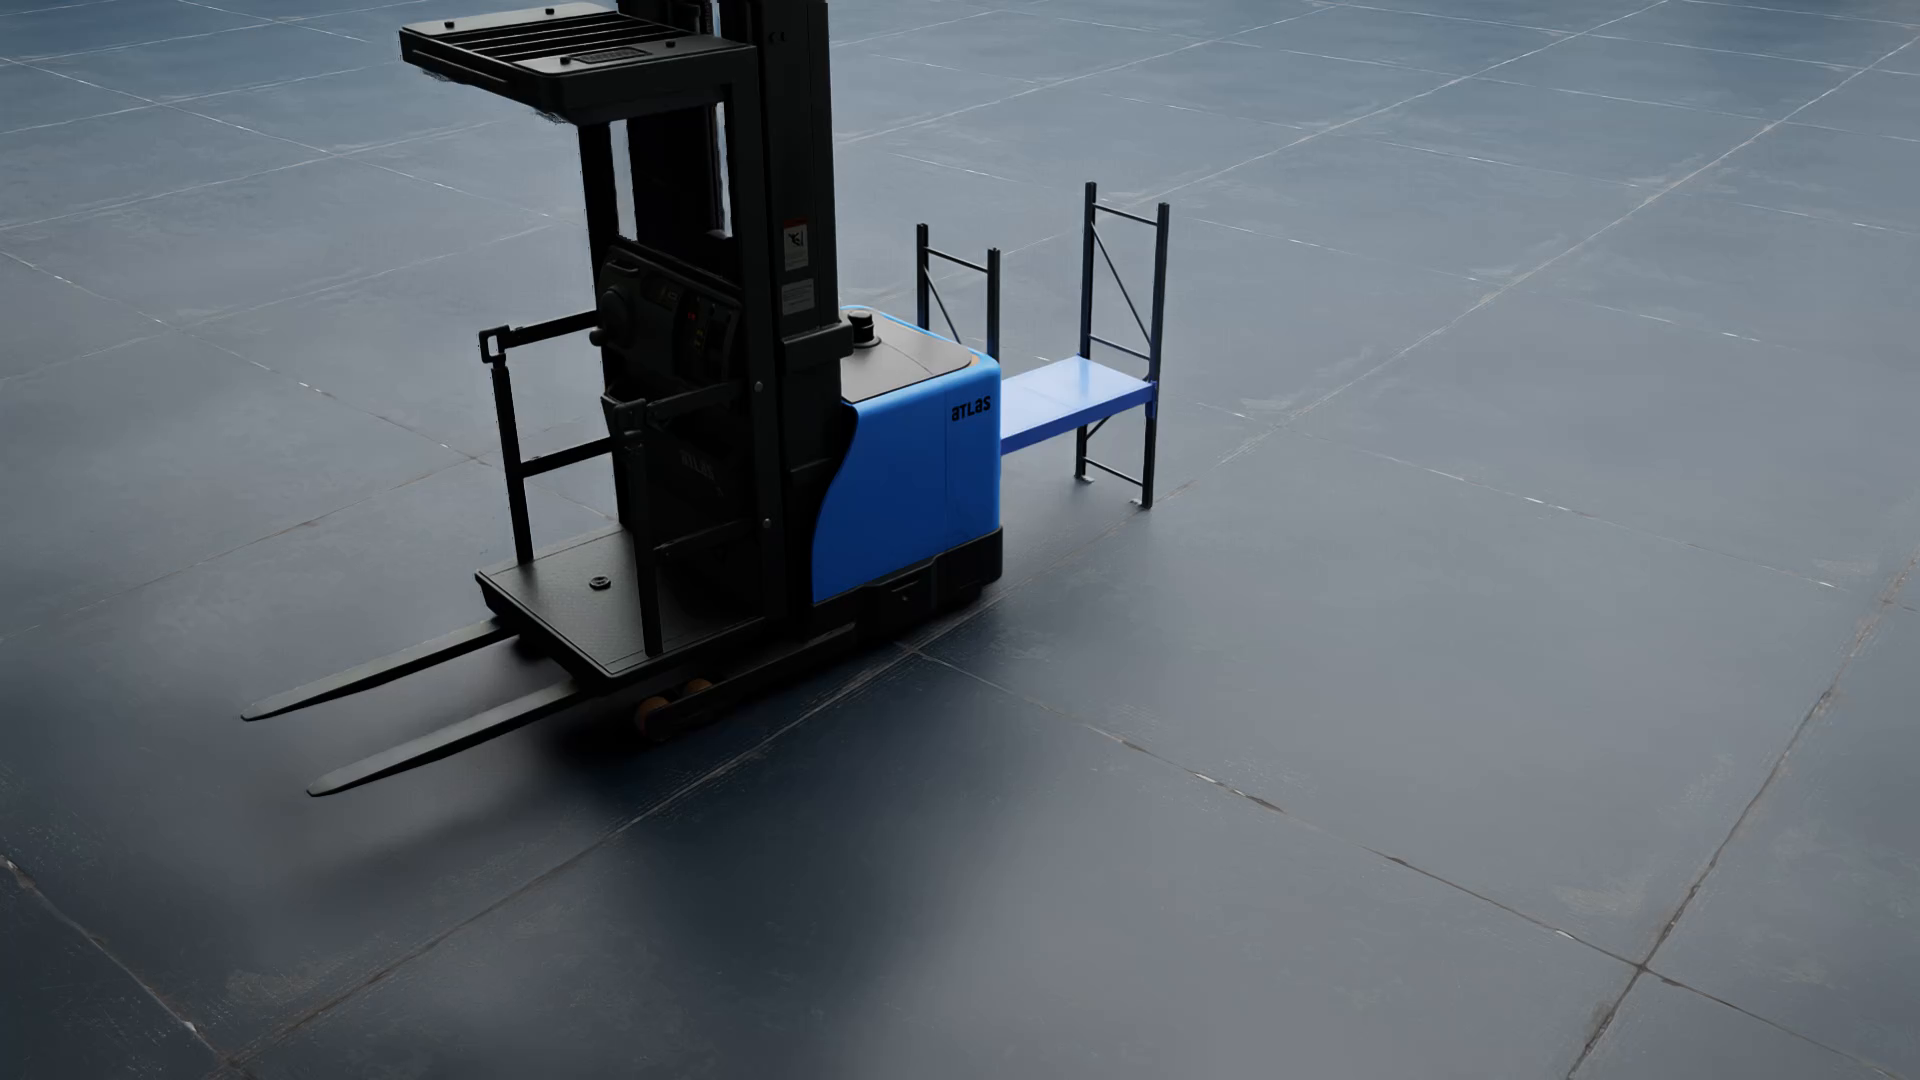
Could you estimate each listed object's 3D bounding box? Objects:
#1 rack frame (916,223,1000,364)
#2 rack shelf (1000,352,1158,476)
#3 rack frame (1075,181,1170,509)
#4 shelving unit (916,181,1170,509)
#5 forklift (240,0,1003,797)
[{"bbox_3d":[-0.011,-0.601,7.279,0.032,1.500,0.500,-22,34,-36],"label":"rack frame"},{"bbox_3d":[0.373,-0.594,7.658,1.000,0.185,0.538,-22,34,-36],"label":"rack shelf"},{"bbox_3d":[0.756,-0.907,7.872,0.032,1.500,0.500,-22,34,-36],"label":"rack frame"},{"bbox_3d":[0.373,-0.754,7.575,1.048,1.500,0.538,-22,34,-36],"label":"shelving unit"},{"bbox_3d":[-1.257,-0.813,6.131,3.031,2.935,1.130,-22,34,-36],"label":"forklift"}]
